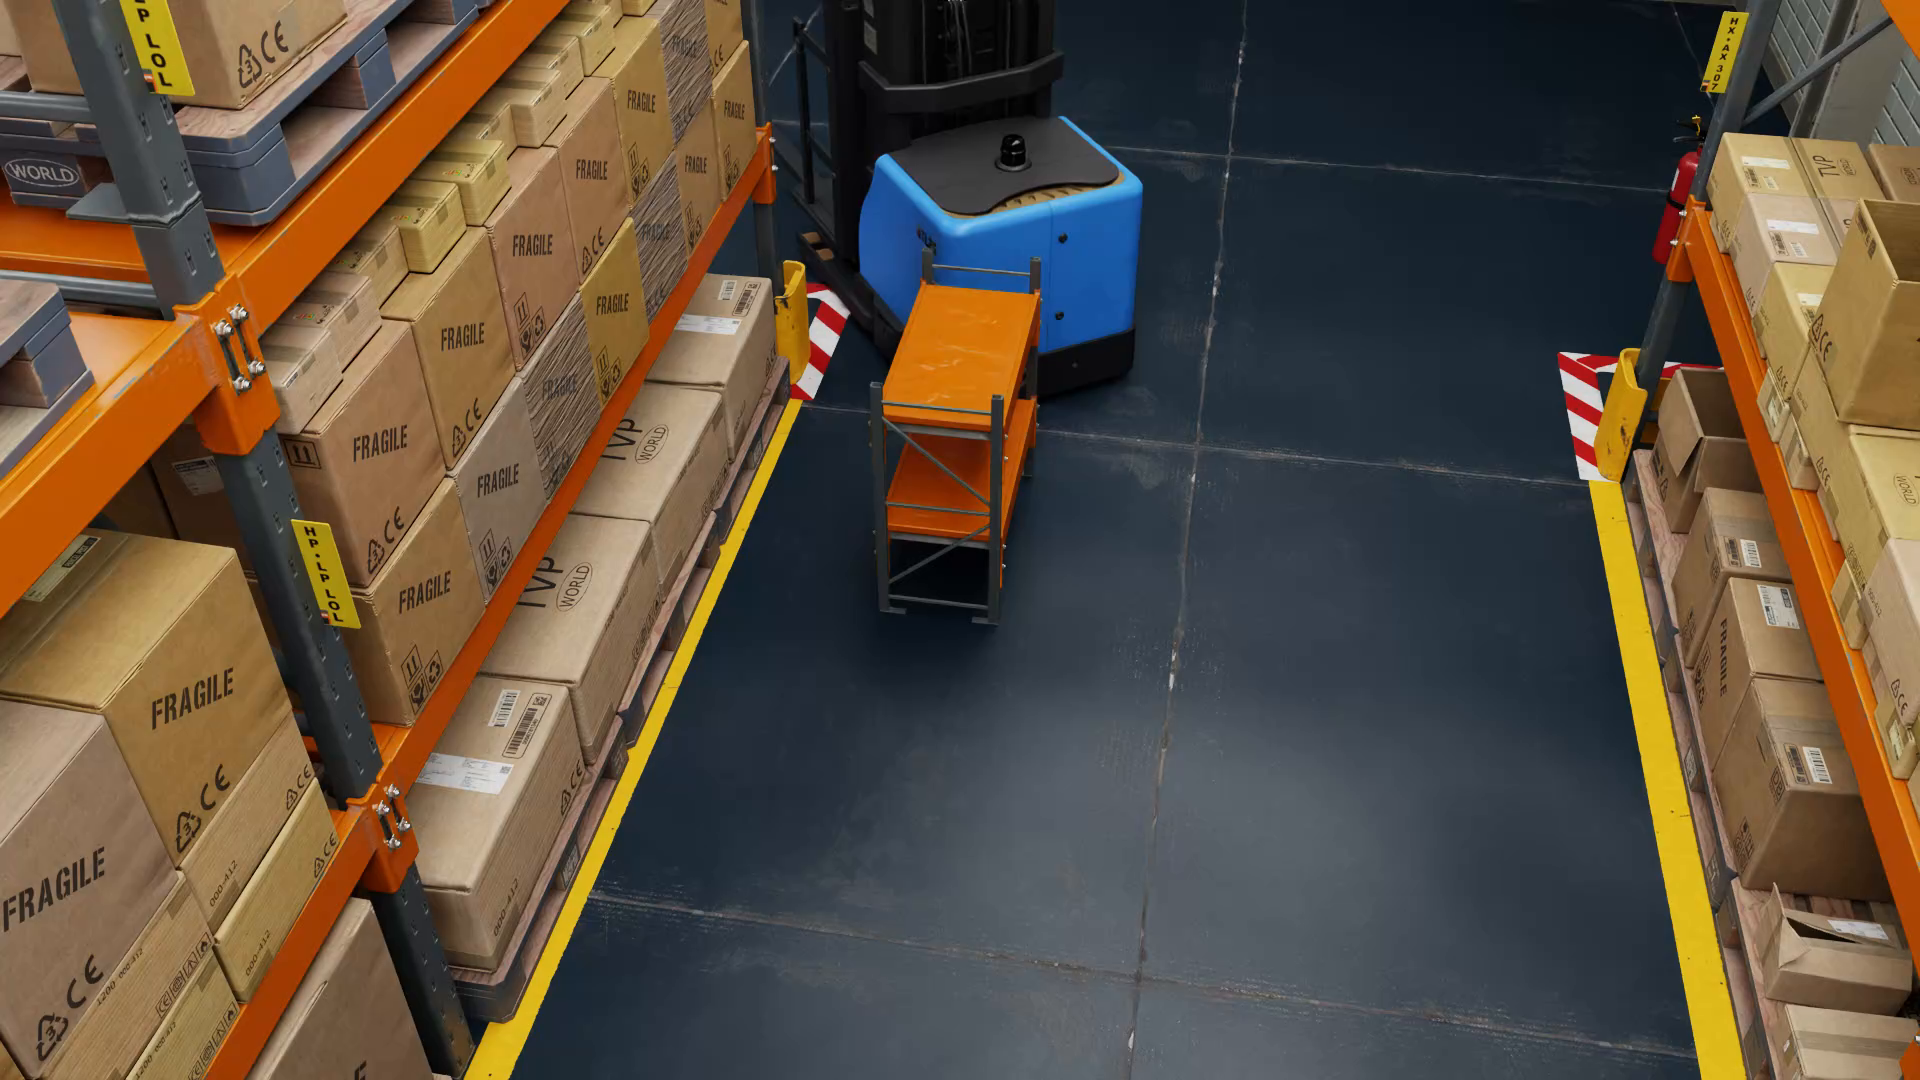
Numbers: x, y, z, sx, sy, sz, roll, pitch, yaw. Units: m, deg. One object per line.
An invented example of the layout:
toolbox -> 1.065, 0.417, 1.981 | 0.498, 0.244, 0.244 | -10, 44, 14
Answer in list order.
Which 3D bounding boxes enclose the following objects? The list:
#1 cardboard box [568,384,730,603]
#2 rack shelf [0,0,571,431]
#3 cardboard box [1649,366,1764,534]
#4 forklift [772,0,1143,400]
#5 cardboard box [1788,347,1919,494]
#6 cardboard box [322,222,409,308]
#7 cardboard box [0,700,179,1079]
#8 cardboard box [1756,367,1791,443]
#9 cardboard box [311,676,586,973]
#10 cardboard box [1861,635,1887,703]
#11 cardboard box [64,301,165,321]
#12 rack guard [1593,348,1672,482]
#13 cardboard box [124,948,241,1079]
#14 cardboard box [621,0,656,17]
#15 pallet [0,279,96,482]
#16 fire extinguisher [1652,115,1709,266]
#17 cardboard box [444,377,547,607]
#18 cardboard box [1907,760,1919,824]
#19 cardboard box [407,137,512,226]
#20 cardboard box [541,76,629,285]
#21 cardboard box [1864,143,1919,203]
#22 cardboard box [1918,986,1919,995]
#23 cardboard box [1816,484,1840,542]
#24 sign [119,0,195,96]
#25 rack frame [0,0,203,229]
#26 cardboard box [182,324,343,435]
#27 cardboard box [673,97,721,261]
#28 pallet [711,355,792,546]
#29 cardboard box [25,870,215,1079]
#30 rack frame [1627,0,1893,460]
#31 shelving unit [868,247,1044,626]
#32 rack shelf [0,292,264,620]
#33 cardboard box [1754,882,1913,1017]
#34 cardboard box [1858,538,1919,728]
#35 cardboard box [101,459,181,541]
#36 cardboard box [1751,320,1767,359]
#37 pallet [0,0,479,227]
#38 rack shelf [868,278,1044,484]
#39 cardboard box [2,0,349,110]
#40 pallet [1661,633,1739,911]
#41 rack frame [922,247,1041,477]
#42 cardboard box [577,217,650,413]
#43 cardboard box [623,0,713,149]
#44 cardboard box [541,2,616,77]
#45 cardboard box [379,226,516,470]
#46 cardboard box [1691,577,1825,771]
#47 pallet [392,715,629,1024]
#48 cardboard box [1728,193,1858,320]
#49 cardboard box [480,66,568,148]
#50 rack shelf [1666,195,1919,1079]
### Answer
cardboard box -> -1.516, -0.238, 6.866 | 0.875, 0.438, 0.875 | 7, 40, 9
rack shelf -> -1.697, -1.688, 5.148 | 1.077, 0.370, 4.000 | 6, 40, 8
cardboard box -> 3.340, -0.346, 6.944 | 0.797, 0.503, 0.637 | 5, 40, 6
forklift -> -0.239, -2.639, 8.141 | 1.130, 2.935, 3.031 | -17, 42, -19
cardboard box -> 2.956, -0.363, 5.220 | 0.500, 0.250, 0.500 | 5, 40, 7
cardboard box -> -1.701, -0.725, 4.401 | 0.380, 0.149, 0.250 | 6, 40, 7
cardboard box -> -1.955, 0.655, 3.240 | 0.500, 0.500, 0.500 | 7, 40, 9
cardboard box -> 2.940, -0.444, 5.630 | 0.380, 0.149, 0.250 | 5, 40, 6
cardboard box -> -1.828, 0.889, 5.502 | 0.875, 0.438, 0.875 | 6, 40, 7
cardboard box -> 2.770, 0.366, 4.650 | 0.380, 0.149, 0.250 | 7, 40, 9
cardboard box -> -2.150, -0.610, 4.262 | 0.380, 0.149, 0.250 | 7, 40, 9
rack guard -> 3.526, -0.509, 7.473 | 1.175, 0.500, 0.348 | 6, 40, 8
cardboard box -> -1.961, 1.132, 3.644 | 0.500, 0.250, 0.500 | 6, 40, 7
cardboard box -> -1.281, -2.004, 5.948 | 0.380, 0.149, 0.250 | 7, 40, 9
pallet -> -2.153, -0.056, 2.760 | 0.805, 0.209, 1.217 | 5, 40, 6
fire extinguisher -> 3.109, -1.489, 7.051 | 0.296, 0.674, 0.183 | 6, 40, 8
cardboard box -> -1.612, -0.174, 5.028 | 0.500, 0.500, 0.500 | 7, 40, 8
cardboard box -> 2.677, 0.694, 4.254 | 0.380, 0.149, 0.250 | 7, 40, 9
cardboard box -> -1.523, -1.038, 4.779 | 0.380, 0.149, 0.250 | 5, 40, 6
cardboard box -> -1.439, -1.203, 5.488 | 0.500, 0.500, 0.500 | 6, 40, 7
cardboard box -> 3.721, -1.259, 6.302 | 0.500, 0.250, 0.500 | 7, 40, 9
cardboard box -> 3.194, 1.477, 4.891 | 0.500, 0.311, 0.500 | 8, 40, 9
cardboard box -> 2.938, -0.107, 5.222 | 0.380, 0.149, 0.250 | 6, 40, 8
sign -> -1.506, -0.977, 3.071 | 0.100, 0.325, 0.005 | 6, 40, 8
rack frame -> -2.043, -1.866, 2.445 | 1.000, 3.000, 0.127 | 6, 40, 8
cardboard box -> -1.732, -0.398, 4.005 | 0.380, 0.149, 0.250 | 6, 40, 7
cardboard box -> -1.275, -1.458, 6.581 | 0.500, 0.500, 0.500 | 6, 40, 7
pallet -> -1.412, -0.479, 7.664 | 1.003, 0.211, 1.213 | 6, 40, 8
cardboard box -> -1.959, 0.929, 3.498 | 0.500, 0.250, 0.500 | 7, 40, 9
rack frame -> 3.539, -1.520, 6.734 | 1.000, 3.000, 0.127 | 6, 40, 8
shelving unit -> 0.001, -0.438, 6.897 | 0.538, 1.125, 1.048 | 6, 40, 8
rack shelf -> -2.389, 0.822, 2.112 | 1.077, 0.370, 4.000 | 6, 40, 8
cardboard box -> 2.716, 1.276, 5.168 | 0.396, 0.266, 0.258 | 8, 40, 9
cardboard box -> 2.767, 0.271, 4.452 | 0.500, 0.250, 0.500 | 7, 40, 8
cardboard box -> -2.233, -0.305, 4.401 | 0.500, 0.500, 0.500 | 6, 40, 7
cardboard box -> 3.098, -0.761, 6.014 | 0.380, 0.149, 0.250 | 8, 40, 9
pallet -> -1.891, -1.188, 4.049 | 1.003, 0.211, 1.213 | 6, 40, 8
rack shelf -> 0.001, -0.663, 6.710 | 0.538, 0.278, 1.000 | 6, 40, 8
cardboard box -> -1.734, -1.295, 3.622 | 0.500, 0.500, 0.500 | 7, 40, 8
pallet -> 3.175, 0.867, 6.036 | 1.003, 0.211, 1.213 | 6, 40, 8
rack frame -> 0.089, -0.757, 7.283 | 0.500, 1.125, 0.032 | 6, 40, 8
cardboard box -> -1.431, -0.809, 5.795 | 0.500, 0.500, 0.500 | 8, 40, 9
cardboard box -> -1.261, -1.828, 6.244 | 0.500, 0.500, 0.500 | 7, 40, 8
cardboard box -> -1.382, -1.684, 5.561 | 0.380, 0.149, 0.250 | 7, 40, 9
cardboard box -> -1.628, -0.567, 4.718 | 0.500, 0.500, 0.500 | 6, 40, 7
cardboard box -> 2.964, 0.508, 5.913 | 0.500, 0.500, 0.500 | 7, 40, 8
pallet -> -1.834, 1.052, 5.812 | 1.003, 0.211, 1.213 | 6, 40, 8
cardboard box -> 3.108, -1.005, 5.996 | 0.500, 0.250, 0.500 | 7, 40, 8
cardboard box -> -1.450, -1.351, 5.158 | 0.380, 0.149, 0.250 | 7, 40, 8
rack shelf -> 3.193, 0.013, 5.445 | 1.077, 0.370, 4.000 | 6, 40, 8
